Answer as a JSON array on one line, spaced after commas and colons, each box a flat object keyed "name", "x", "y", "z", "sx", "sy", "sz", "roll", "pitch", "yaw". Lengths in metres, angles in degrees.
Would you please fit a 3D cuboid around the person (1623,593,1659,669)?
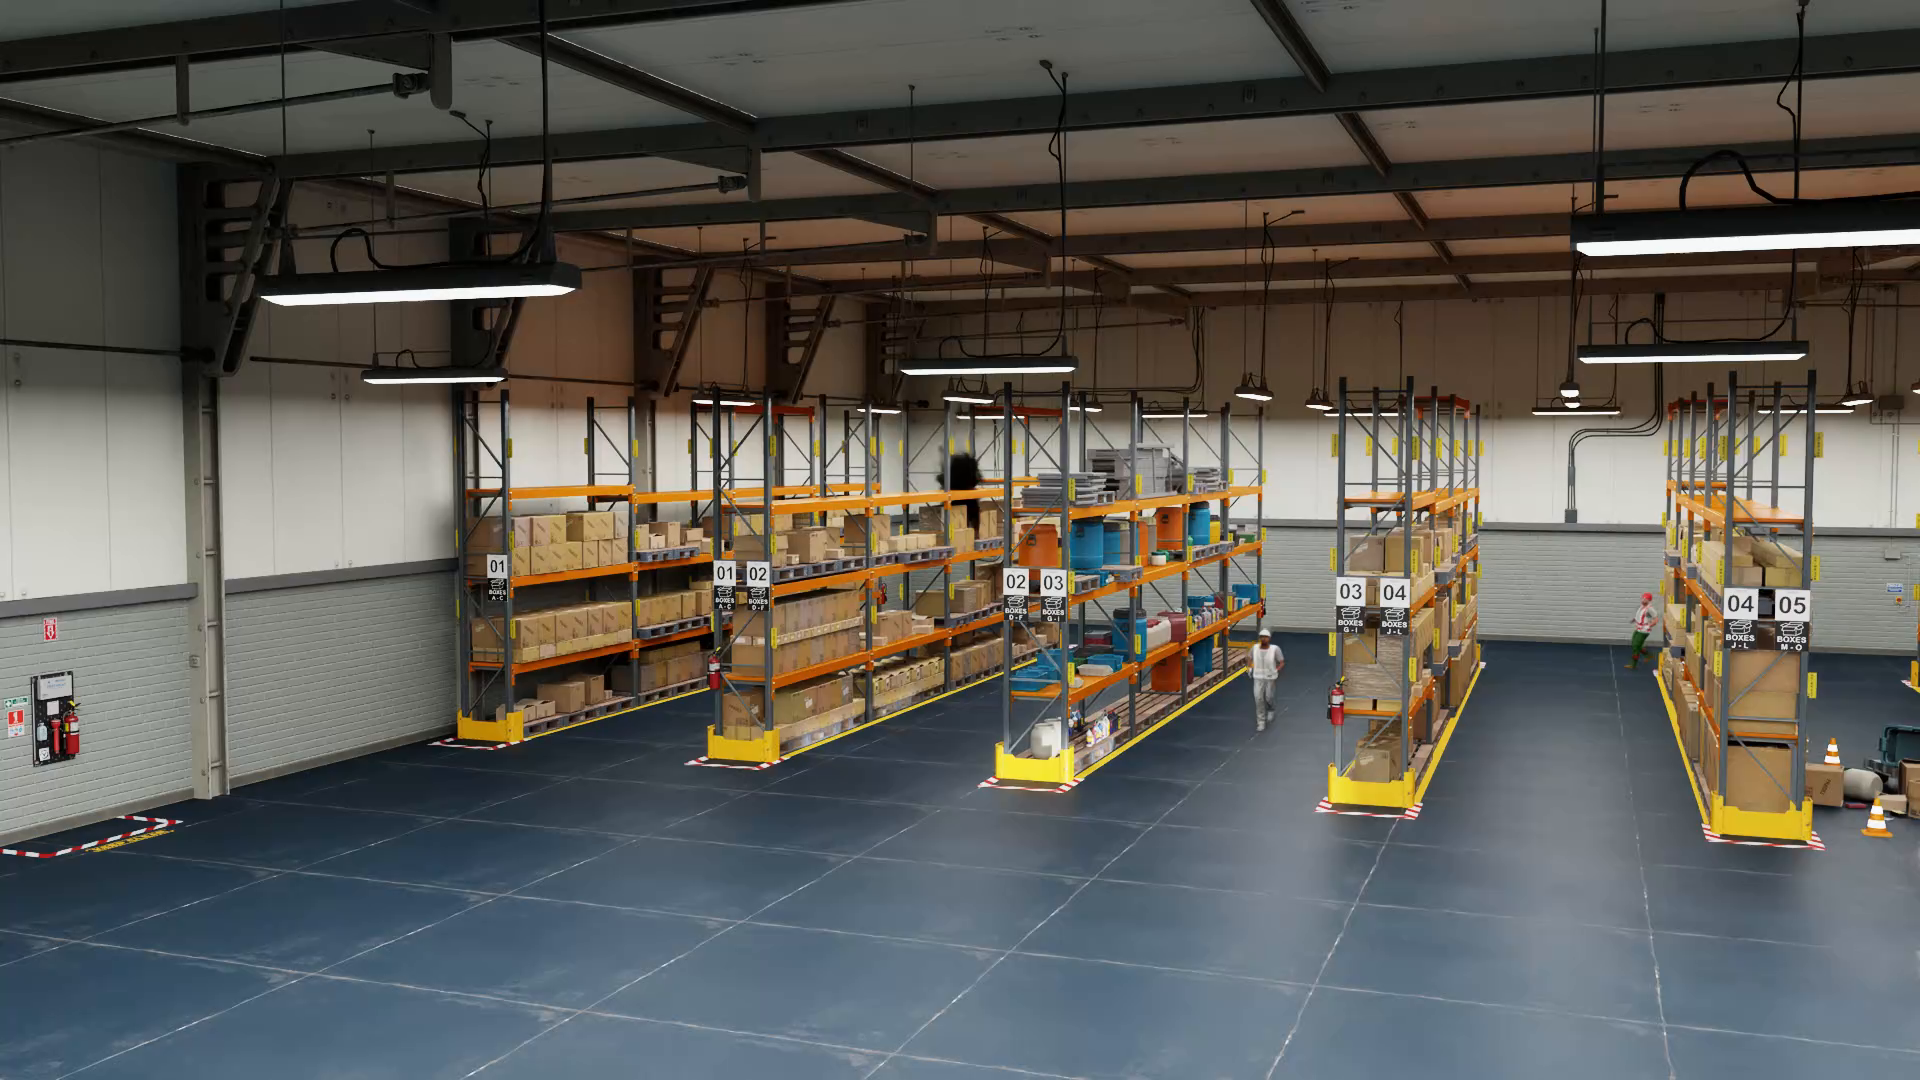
[{"name": "person", "x": 15.463, "y": 2.061, "z": 37.567, "sx": 0.700, "sy": 1.755, "sz": 0.717, "roll": 0, "pitch": 3, "yaw": -5}]

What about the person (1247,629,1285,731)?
[{"name": "person", "x": 5.447, "y": 2.481, "z": 29.706, "sx": 0.688, "sy": 1.779, "sz": 0.871, "roll": 1, "pitch": 3, "yaw": 18}]
